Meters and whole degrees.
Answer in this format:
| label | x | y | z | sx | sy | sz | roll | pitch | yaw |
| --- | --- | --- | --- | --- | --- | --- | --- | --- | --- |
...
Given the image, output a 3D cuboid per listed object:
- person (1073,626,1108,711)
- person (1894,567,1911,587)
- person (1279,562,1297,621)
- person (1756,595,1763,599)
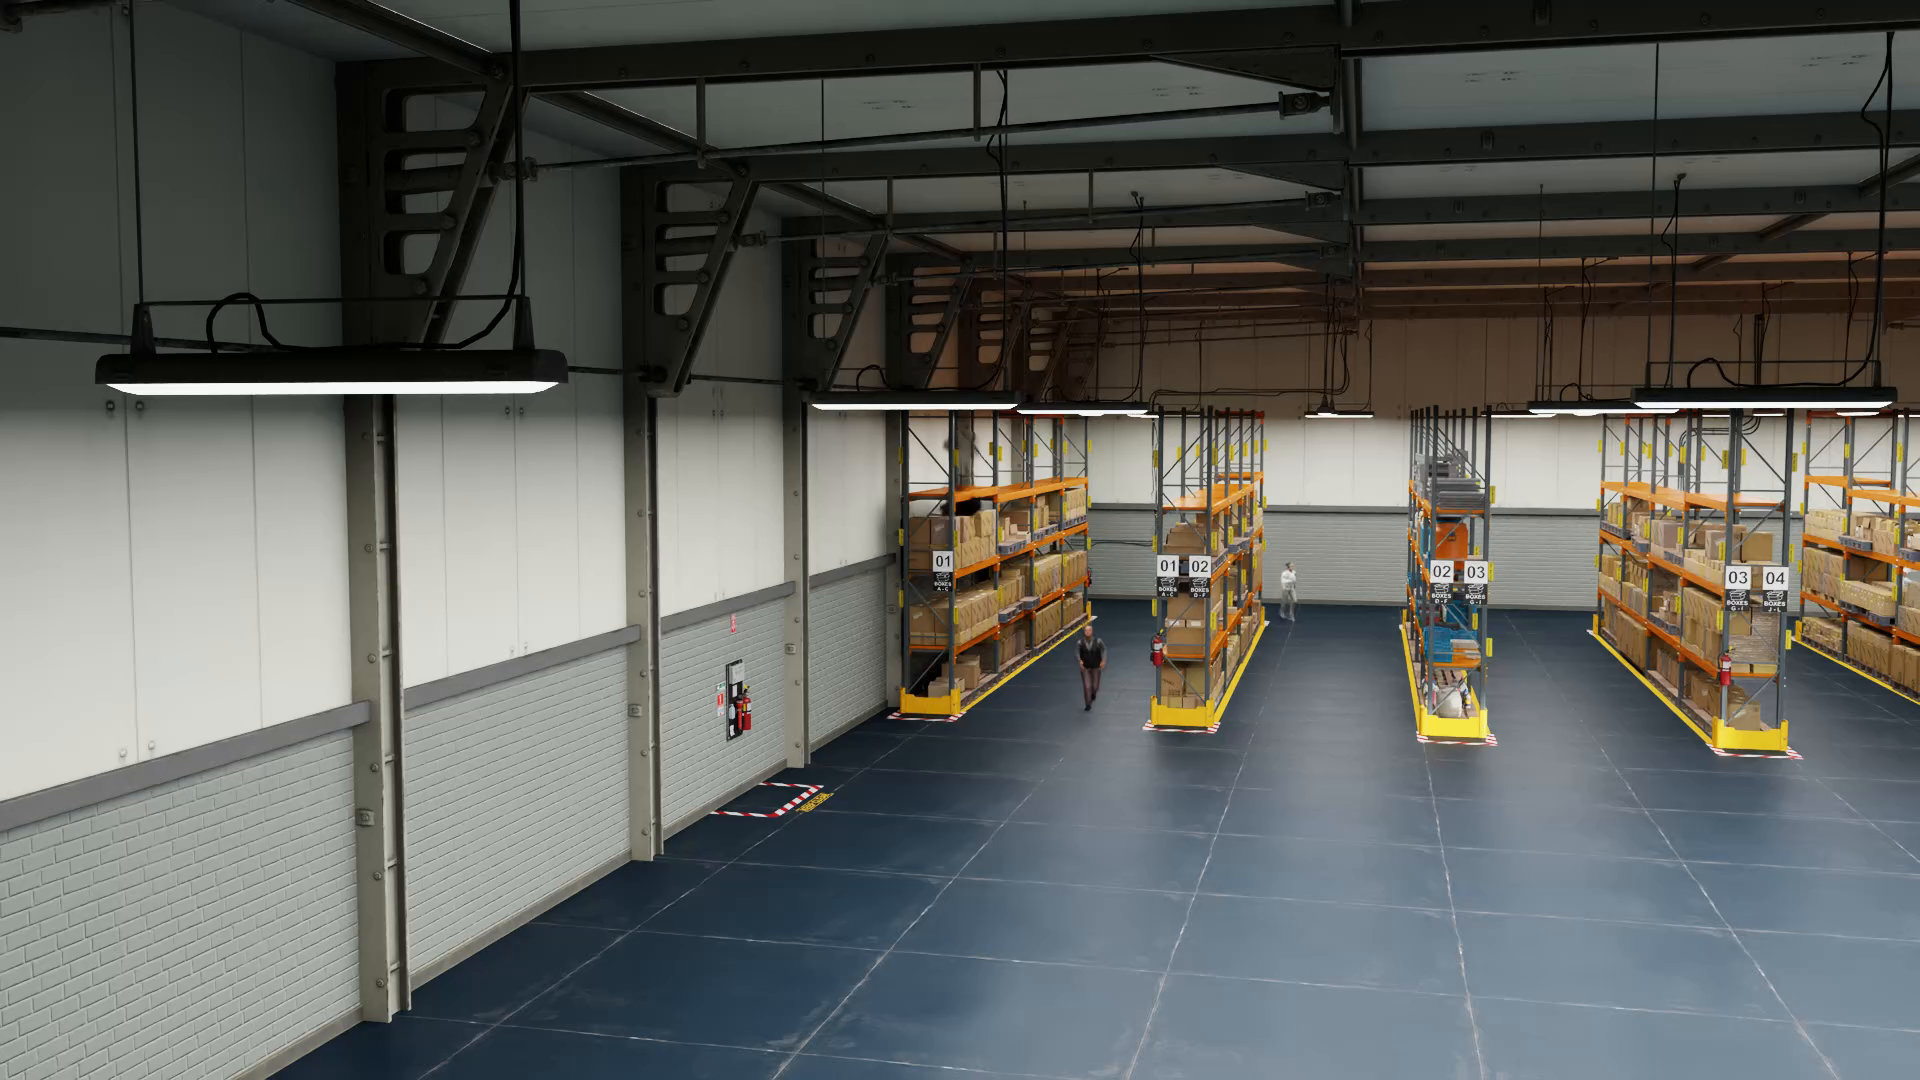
| label | x | y | z | sx | sy | sz | roll | pitch | yaw |
| --- | --- | --- | --- | --- | --- | --- | --- | --- | --- |
| person | 2.579 | 2.530 | 32.868 | 0.675 | 1.683 | 0.653 | 1 | 4 | 7 |
| person | 25.346 | 1.629 | 44.805 | 0.762 | 1.835 | 0.625 | -1 | 4 | -10 |
| person | 9.426 | 1.481 | 47.797 | 0.593 | 1.756 | 0.803 | -2 | 4 | -21 |
| person | 20.424 | 1.933 | 42.158 | 0.594 | 1.585 | 0.683 | 1 | 4 | 10 |
